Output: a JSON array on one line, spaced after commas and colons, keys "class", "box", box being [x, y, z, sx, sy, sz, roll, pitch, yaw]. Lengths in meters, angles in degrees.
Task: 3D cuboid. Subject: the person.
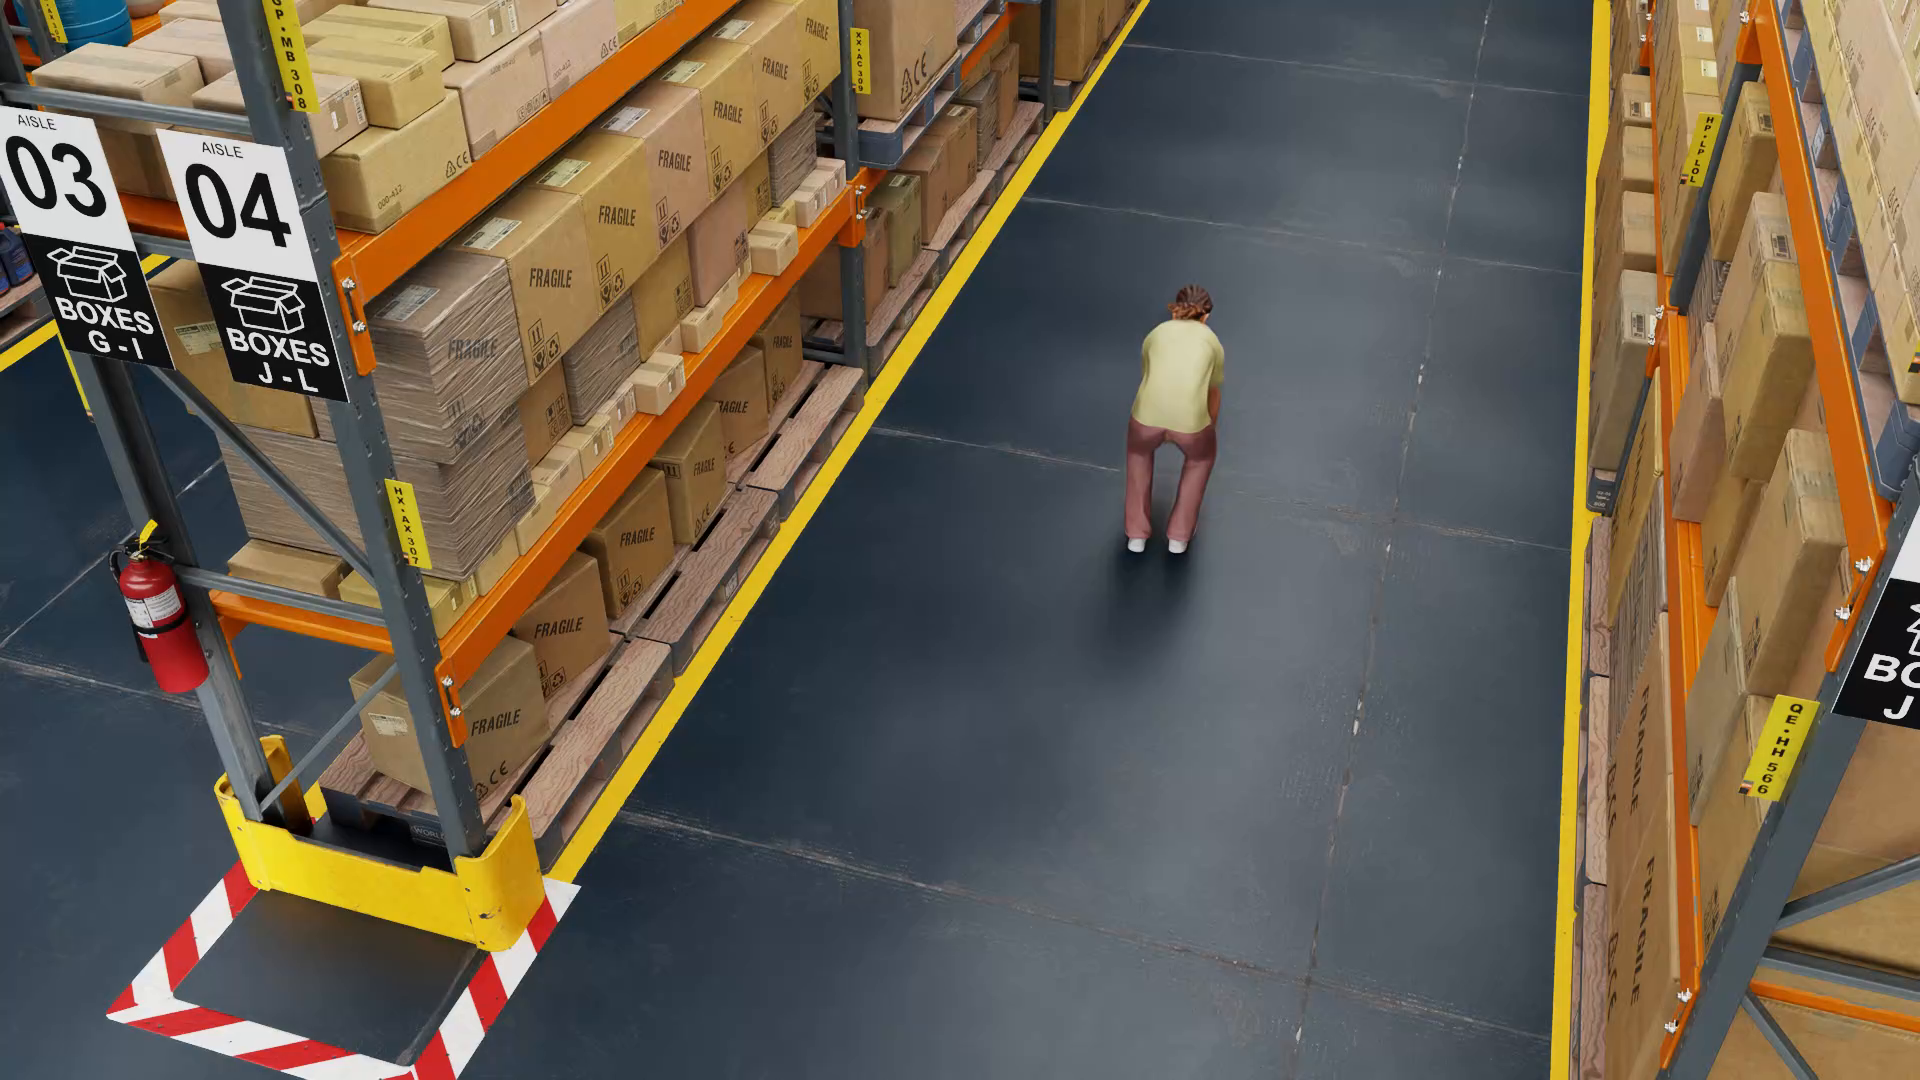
[{"class": "person", "box": [1.045, -0.571, 8.070, 0.435, 1.162, 0.849, 9, 38, 12]}]
